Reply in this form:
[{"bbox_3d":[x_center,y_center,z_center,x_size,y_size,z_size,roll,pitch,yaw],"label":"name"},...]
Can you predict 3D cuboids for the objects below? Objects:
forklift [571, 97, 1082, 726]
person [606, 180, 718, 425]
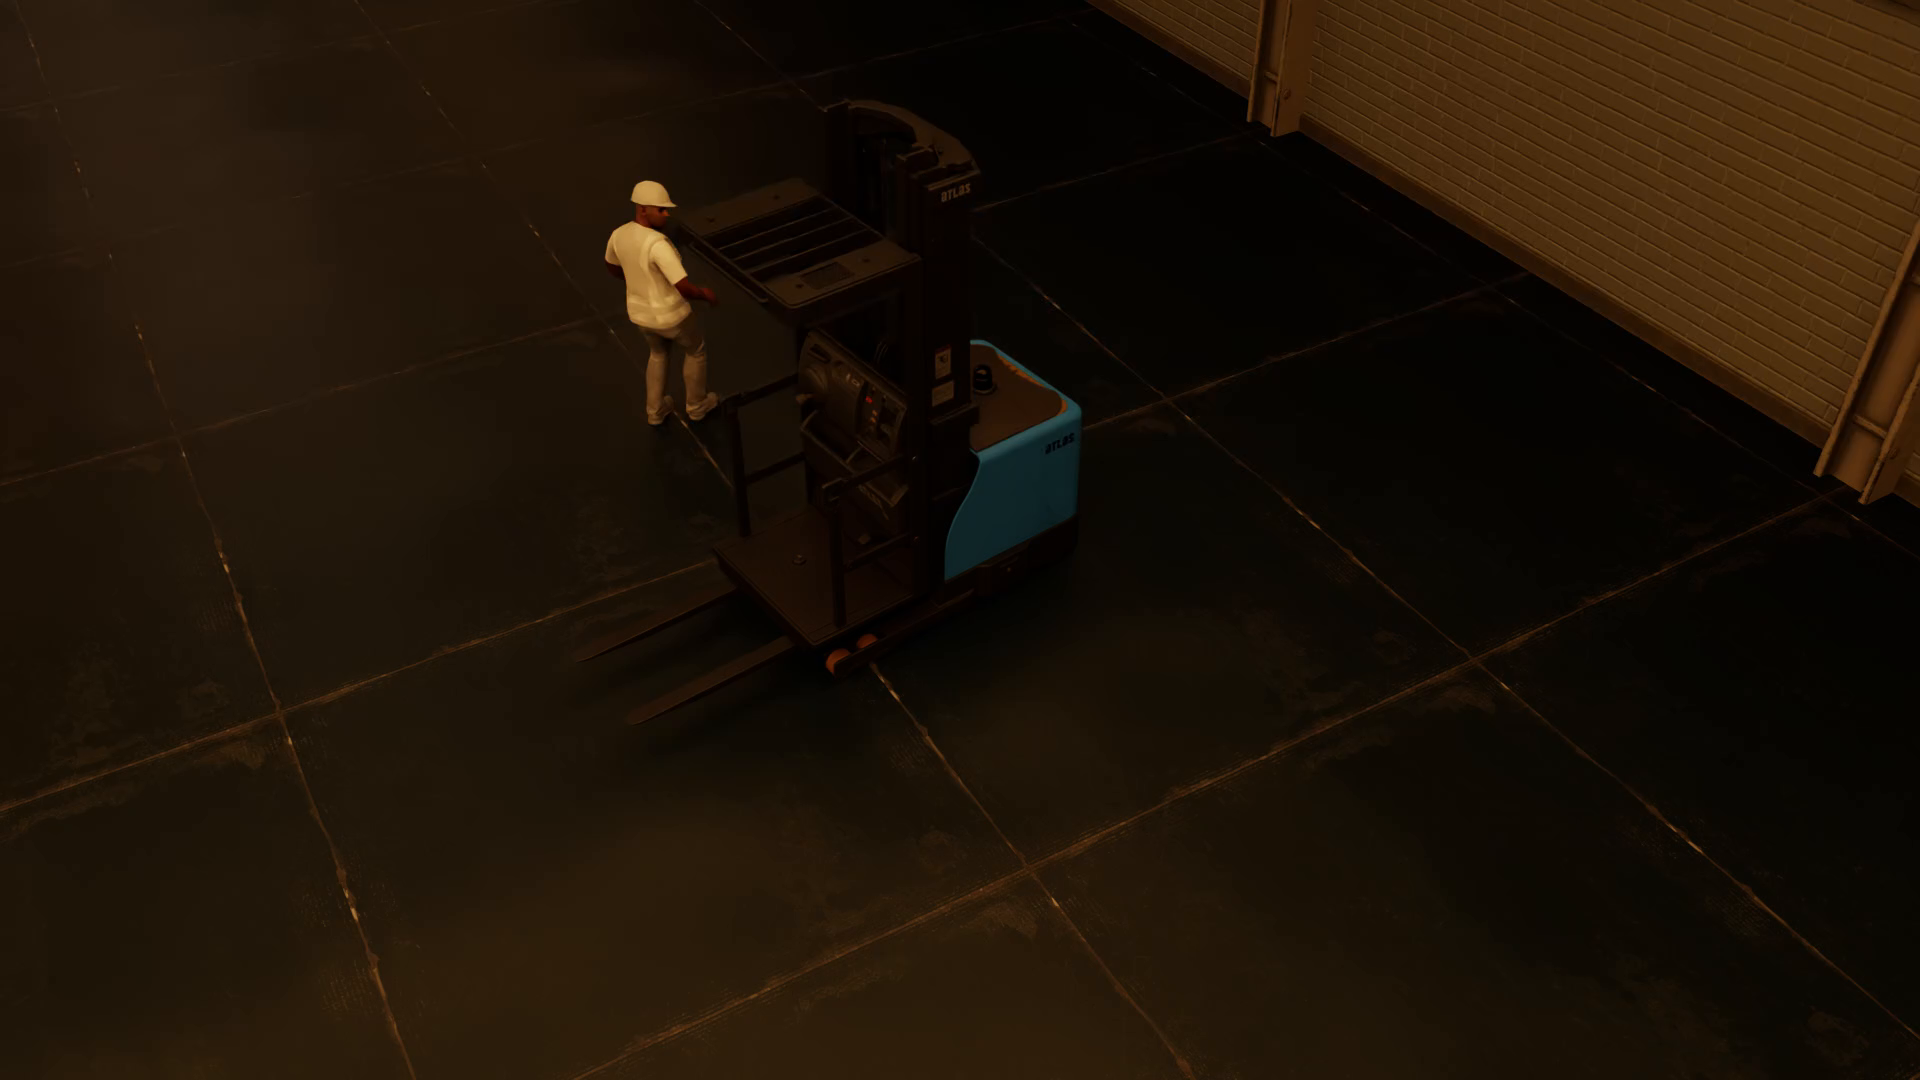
[{"bbox_3d":[-0.754,-0.734,8.921,3.031,2.935,1.130,-26,46,-28],"label":"forklift"},{"bbox_3d":[-1.930,-1.536,10.849,0.774,1.718,0.516,21,44,23],"label":"person"}]
